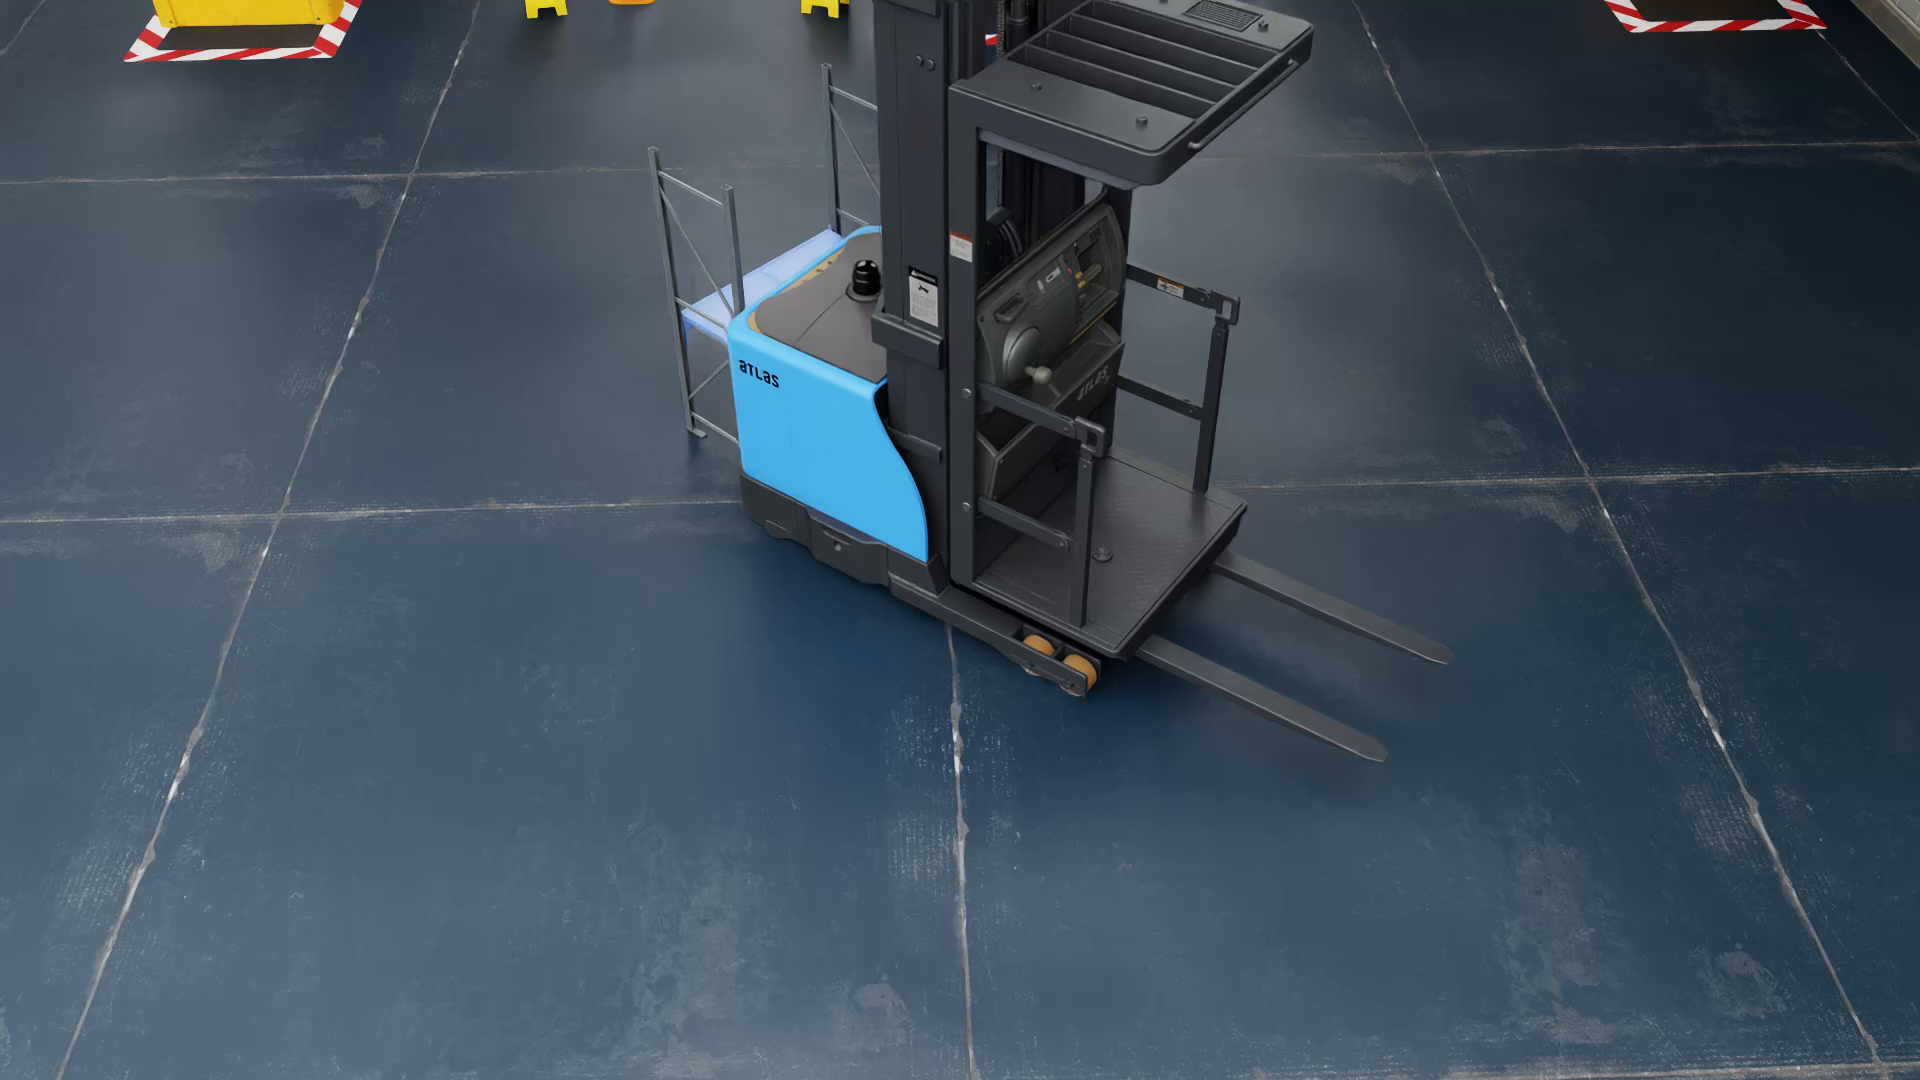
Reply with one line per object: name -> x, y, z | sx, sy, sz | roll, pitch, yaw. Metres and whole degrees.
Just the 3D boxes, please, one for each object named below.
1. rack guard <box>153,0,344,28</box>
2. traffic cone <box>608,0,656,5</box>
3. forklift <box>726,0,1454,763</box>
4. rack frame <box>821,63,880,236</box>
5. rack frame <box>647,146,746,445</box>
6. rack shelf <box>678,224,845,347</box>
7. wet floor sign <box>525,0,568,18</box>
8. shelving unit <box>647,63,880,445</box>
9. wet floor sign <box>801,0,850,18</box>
rack guard -> -4.797, -3.751, 11.122 | 1.175, 0.500, 0.348 | -2, 43, -2
traffic cone -> -2.258, -3.956, 11.373 | 0.336, 0.463, 0.334 | -2, 43, -2
forklift -> 0.525, -0.863, 6.172 | 3.031, 2.935, 1.130 | 25, 48, 25
rack frame -> -0.434, -1.491, 7.917 | 0.500, 1.500, 0.032 | 31, 51, 30
rack frame -> -1.115, -0.981, 7.360 | 0.500, 1.500, 0.032 | 31, 51, 30
rack shelf -> -0.775, -1.104, 7.760 | 0.538, 0.185, 1.000 | 31, 51, 30
wet floor sign -> -2.819, -3.858, 11.131 | 0.267, 0.644, 0.232 | -8, 43, -9
shelving unit -> -0.775, -1.236, 7.638 | 0.538, 1.500, 1.048 | 31, 51, 30
wet floor sign -> -0.918, -3.872, 11.147 | 0.267, 0.644, 0.232 | 12, 44, 13
